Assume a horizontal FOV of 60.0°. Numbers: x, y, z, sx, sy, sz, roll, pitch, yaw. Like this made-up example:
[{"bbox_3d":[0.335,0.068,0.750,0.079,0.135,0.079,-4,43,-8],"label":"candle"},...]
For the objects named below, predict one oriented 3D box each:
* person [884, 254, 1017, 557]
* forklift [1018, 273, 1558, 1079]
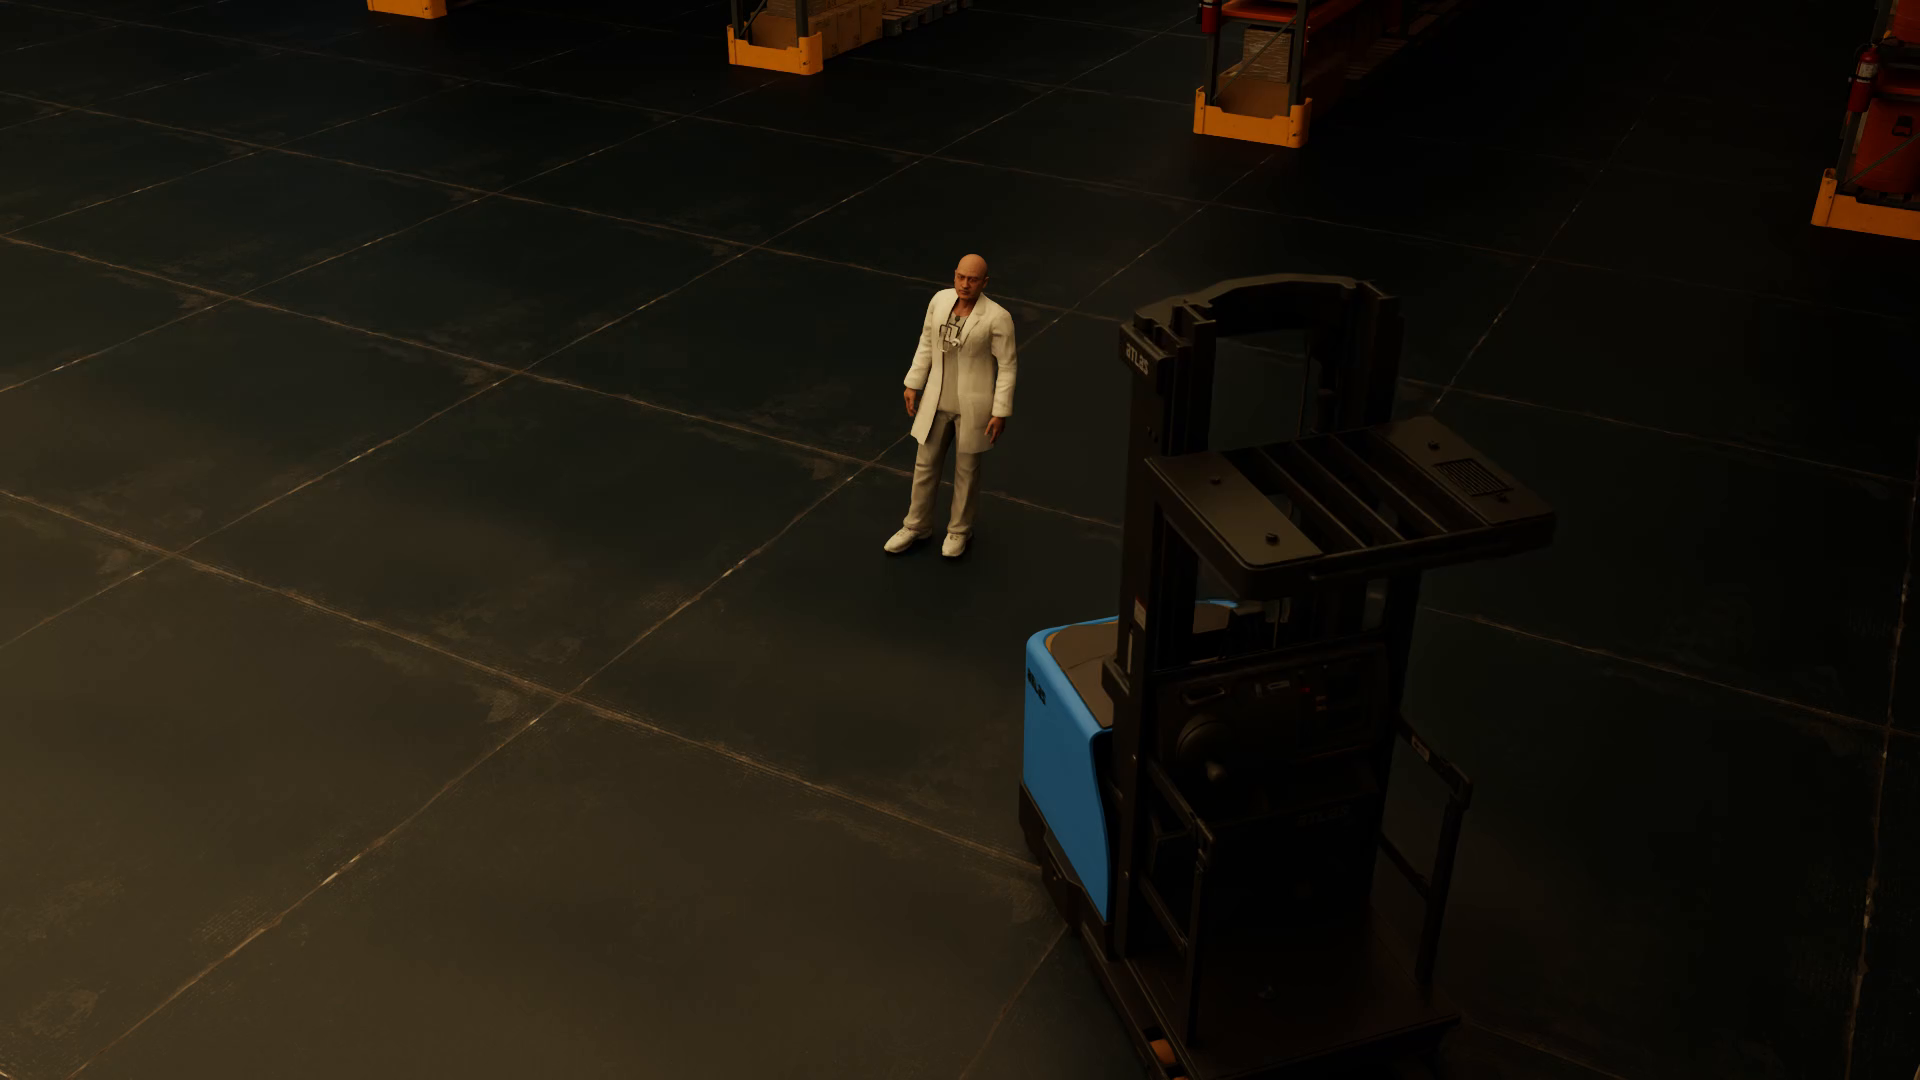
[{"bbox_3d":[-0.048,-0.738,9.488,0.698,1.777,0.580,15,33,25],"label":"person"},{"bbox_3d":[1.216,0.678,5.896,1.130,2.935,3.031,-9,31,-16],"label":"forklift"}]
